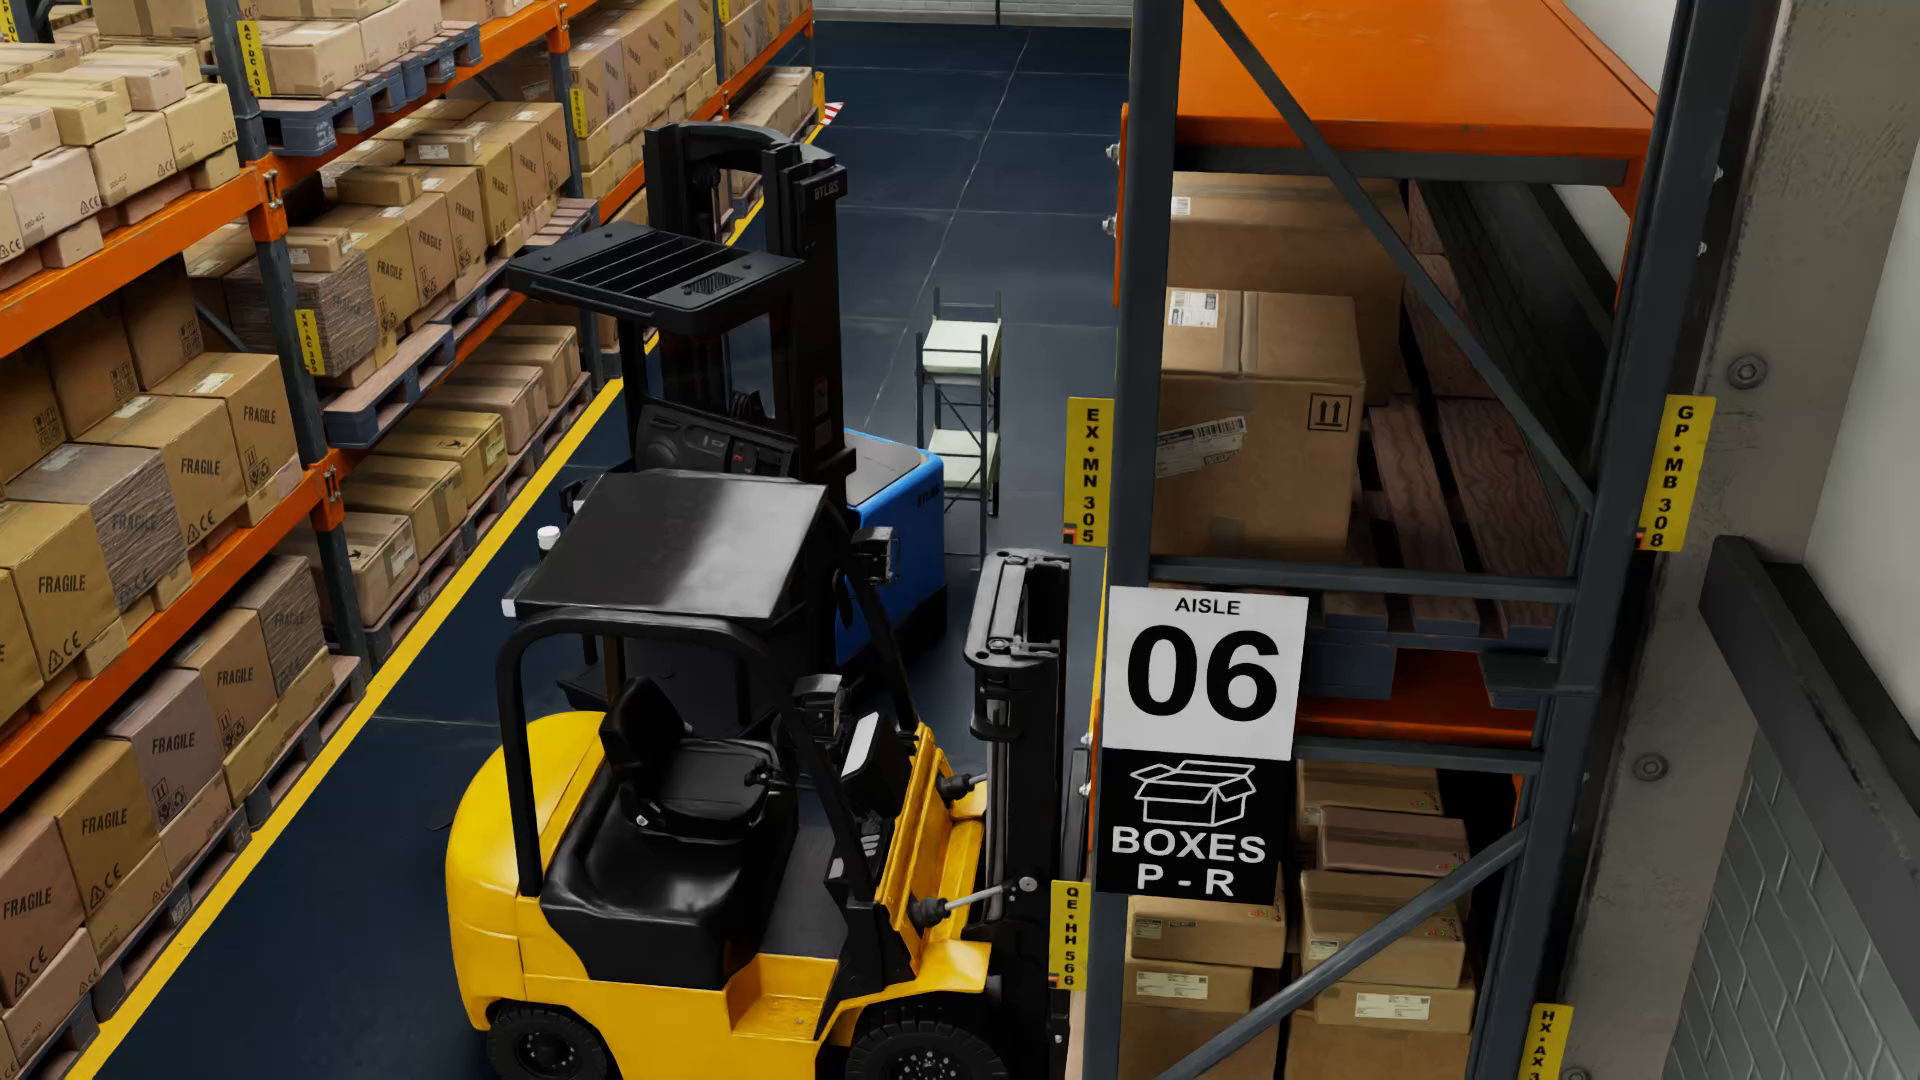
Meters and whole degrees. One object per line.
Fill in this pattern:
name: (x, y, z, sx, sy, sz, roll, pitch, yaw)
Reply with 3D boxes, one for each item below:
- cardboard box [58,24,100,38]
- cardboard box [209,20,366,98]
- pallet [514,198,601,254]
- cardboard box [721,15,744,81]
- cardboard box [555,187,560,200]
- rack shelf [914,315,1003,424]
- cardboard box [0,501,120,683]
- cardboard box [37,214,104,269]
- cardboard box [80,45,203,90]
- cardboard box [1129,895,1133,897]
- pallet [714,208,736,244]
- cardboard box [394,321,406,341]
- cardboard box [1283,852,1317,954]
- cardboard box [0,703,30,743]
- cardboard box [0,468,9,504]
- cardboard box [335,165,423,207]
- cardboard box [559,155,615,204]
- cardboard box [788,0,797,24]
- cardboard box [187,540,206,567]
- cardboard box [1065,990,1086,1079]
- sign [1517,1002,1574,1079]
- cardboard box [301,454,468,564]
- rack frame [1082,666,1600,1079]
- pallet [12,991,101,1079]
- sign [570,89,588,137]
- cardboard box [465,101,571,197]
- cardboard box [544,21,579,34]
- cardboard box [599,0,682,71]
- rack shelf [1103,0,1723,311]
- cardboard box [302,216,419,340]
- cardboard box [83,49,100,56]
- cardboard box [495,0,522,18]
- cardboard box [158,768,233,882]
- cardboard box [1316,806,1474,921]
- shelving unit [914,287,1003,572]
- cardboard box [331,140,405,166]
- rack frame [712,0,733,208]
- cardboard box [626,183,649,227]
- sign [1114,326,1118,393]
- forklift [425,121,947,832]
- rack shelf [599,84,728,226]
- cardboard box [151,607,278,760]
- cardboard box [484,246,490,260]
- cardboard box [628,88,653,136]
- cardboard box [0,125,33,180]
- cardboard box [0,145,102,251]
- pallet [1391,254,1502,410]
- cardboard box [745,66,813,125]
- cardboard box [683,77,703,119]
cardboard box: (-7.538, -4.359, 14.373, 0.380, 0.149, 0.250, 3, 28, 6)
cardboard box: (-3.170, -2.280, 7.872, 0.500, 0.250, 0.500, 3, 28, 5)
pallet: (-3.131, -2.045, 11.086, 1.213, 0.211, 1.003, 3, 28, 6)
cardboard box: (-2.342, -4.604, 15.528, 0.500, 0.500, 0.500, 4, 29, 8)
cardboard box: (-2.956, -2.378, 11.323, 0.380, 0.149, 0.250, 4, 29, 8)
rack shelf: (-0.001, -1.001, 9.703, 0.431, 0.370, 0.720, 3, 28, 6)
cardboard box: (-3.621, 0.189, 6.318, 0.500, 0.500, 0.500, 3, 28, 5)
cardboard box: (-3.516, -1.149, 6.322, 0.380, 0.149, 0.250, 4, 29, 8)
cardboard box: (-3.462, -1.988, 7.039, 0.380, 0.149, 0.250, 4, 29, 7)
cardboard box: (0.563, 0.950, 4.535, 0.380, 0.149, 0.250, 4, 29, 7)
pallet: (-2.679, -2.759, 15.149, 1.003, 0.211, 1.213, 3, 28, 6)
cardboard box: (-3.260, -1.160, 9.062, 0.380, 0.149, 0.250, 5, 29, 9)
cardboard box: (1.063, 0.987, 4.466, 0.380, 0.149, 0.250, 3, 28, 6)
cardboard box: (-3.705, 0.649, 6.148, 0.380, 0.149, 0.250, 4, 29, 8)
cardboard box: (-4.055, -0.285, 6.143, 0.700, 0.500, 0.500, 3, 28, 6)
cardboard box: (-3.200, -1.952, 9.165, 0.380, 0.149, 0.250, 5, 29, 9)
cardboard box: (-2.840, -2.621, 12.111, 0.500, 0.250, 0.500, 3, 28, 5)
cardboard box: (-2.042, -5.804, 17.754, 0.500, 0.500, 0.500, 3, 28, 5)
cardboard box: (-3.554, 0.043, 7.272, 0.380, 0.149, 0.250, 3, 28, 5)
cardboard box: (0.601, 1.691, 5.351, 0.500, 0.250, 0.500, 4, 29, 7)
sign: (1.347, 1.200, 3.864, 0.100, 0.325, 0.005, 3, 28, 6)
cardboard box: (-3.493, -0.202, 9.791, 0.950, 0.372, 0.625, 5, 29, 9)
rack frame: (0.797, 1.581, 4.153, 1.000, 3.000, 0.127, 3, 28, 6)
pallet: (-3.986, 2.106, 6.119, 1.003, 0.211, 1.213, 3, 28, 6)
sign: (-2.610, -2.919, 11.369, 0.100, 0.325, 0.005, 3, 28, 6)
cardboard box: (-2.929, -2.601, 11.054, 0.500, 0.500, 0.500, 3, 28, 5)
cardboard box: (-3.224, -3.690, 12.777, 0.500, 0.500, 0.500, 3, 28, 6)
cardboard box: (-2.603, -4.132, 13.598, 0.500, 0.500, 0.500, 4, 29, 8)
rack shelf: (1.042, -1.509, 4.743, 1.077, 0.370, 4.000, 3, 28, 6)
cardboard box: (-3.237, -1.388, 8.803, 0.500, 0.500, 0.500, 3, 29, 6)
cardboard box: (-7.564, -4.109, 14.223, 0.380, 0.149, 0.250, 2, 28, 4)
cardboard box: (-3.002, -3.404, 10.507, 0.380, 0.149, 0.250, 3, 28, 6)
cardboard box: (-3.568, 1.221, 7.277, 0.500, 0.250, 0.500, 4, 29, 7)
cardboard box: (1.145, 0.853, 4.401, 0.380, 0.149, 0.250, 4, 29, 8)
shelving unit: (-0.001, -0.657, 9.888, 0.431, 1.500, 0.755, 3, 28, 6)
cardboard box: (-3.550, -2.137, 10.192, 0.500, 0.500, 0.500, 4, 29, 7)
rack frame: (-2.659, -4.354, 15.170, 1.000, 3.000, 0.127, 3, 28, 6)
cardboard box: (-2.869, -2.461, 13.453, 0.875, 0.875, 0.875, 4, 29, 7)
sign: (0.747, -0.804, 7.442, 0.100, 0.325, 0.005, 3, 28, 6)
forklift: (-1.290, -0.336, 7.783, 1.130, 2.935, 3.031, 17, 33, 28)
rack shelf: (-2.905, -3.096, 13.593, 1.077, 0.370, 4.000, 3, 28, 6)
cardboard box: (-3.506, 0.640, 7.564, 0.500, 0.500, 0.500, 4, 29, 7)
cardboard box: (-3.118, -1.767, 10.189, 0.380, 0.149, 0.250, 4, 29, 7)
cardboard box: (-2.705, -3.327, 12.894, 0.500, 0.250, 0.500, 3, 28, 6)
cardboard box: (-3.554, -1.373, 5.898, 0.380, 0.149, 0.250, 4, 29, 7)
cardboard box: (-3.564, -1.274, 6.133, 0.500, 0.250, 0.500, 3, 28, 5)
pallet: (1.056, -0.608, 5.147, 1.003, 0.211, 1.213, 3, 28, 6)
cardboard box: (-2.151, -4.978, 18.586, 0.875, 0.438, 0.875, 2, 28, 4)
cardboard box: (-2.528, -3.823, 14.342, 0.500, 0.250, 0.500, 3, 28, 5)
